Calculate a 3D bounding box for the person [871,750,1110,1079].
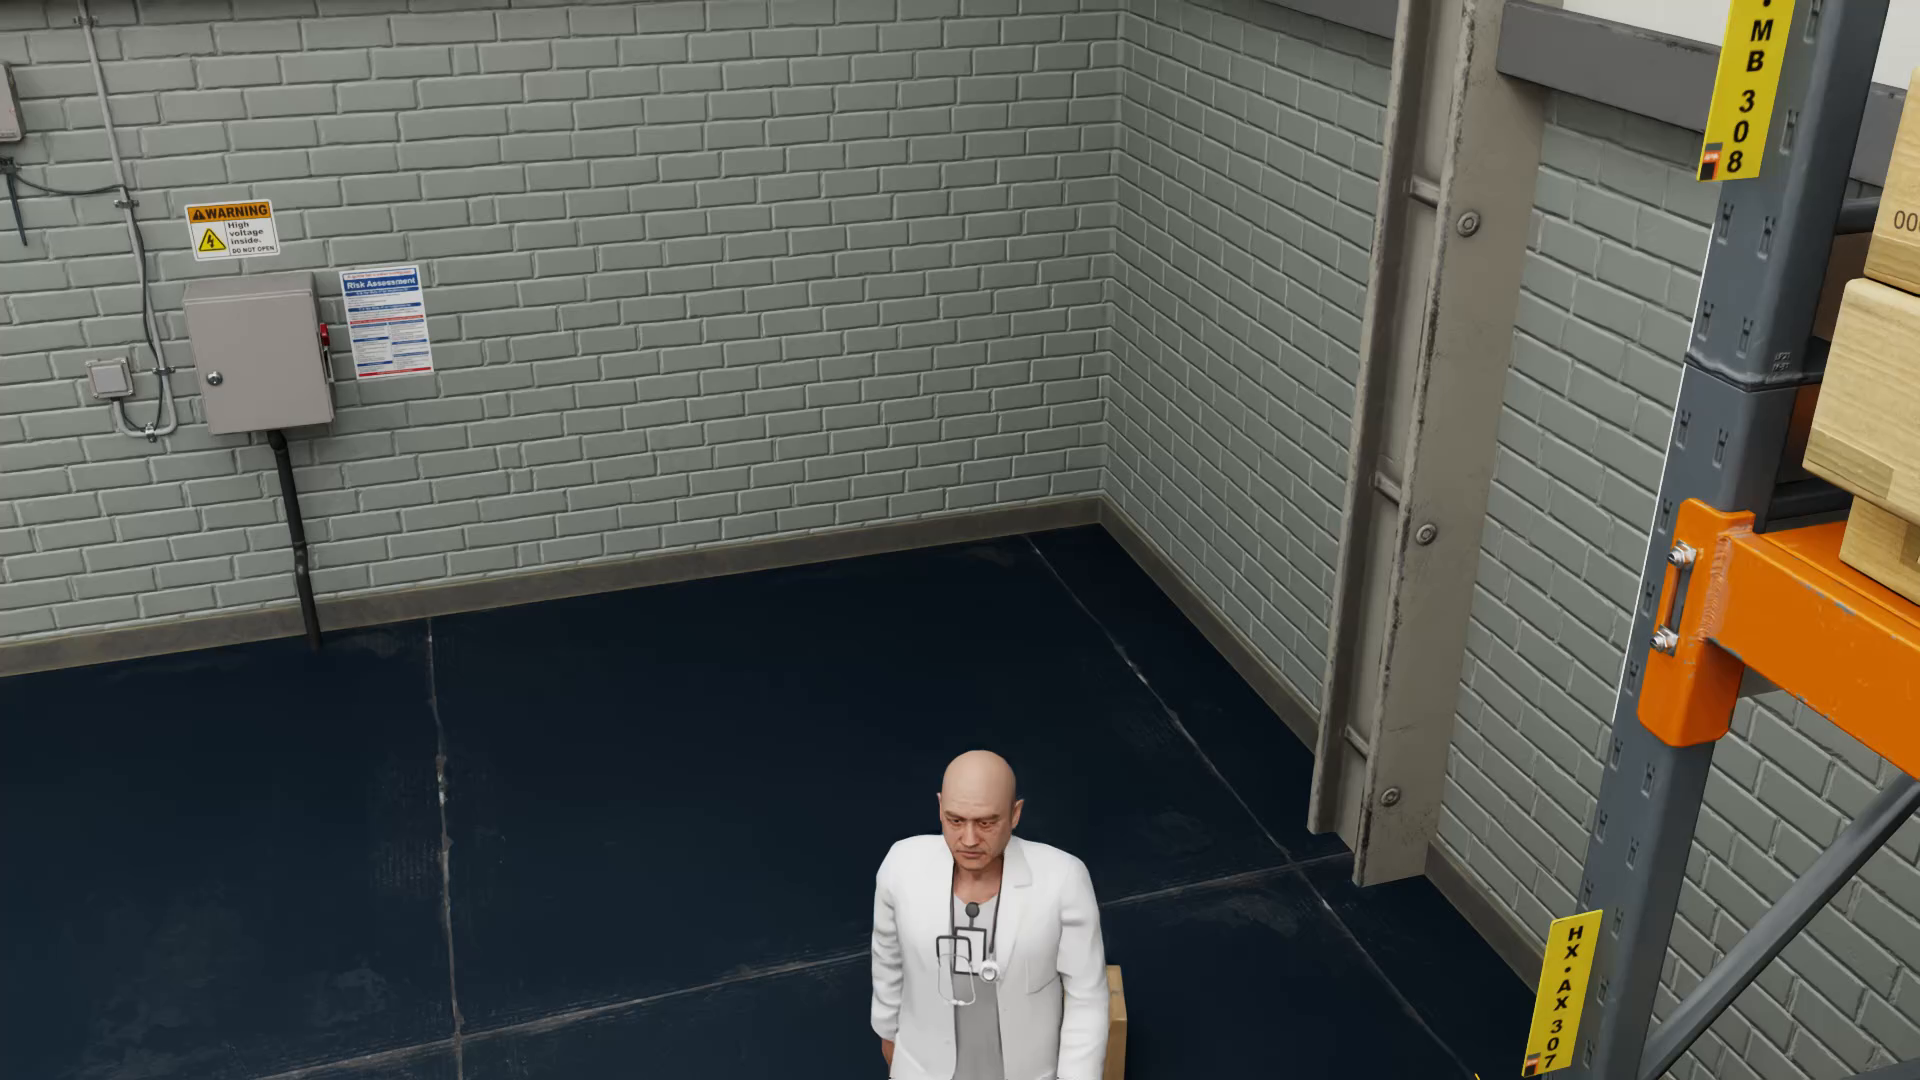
[{"bbox_3d":[0.059,1.274,4.034,0.586,1.729,1.171,1,26,3],"label":"person"}]
